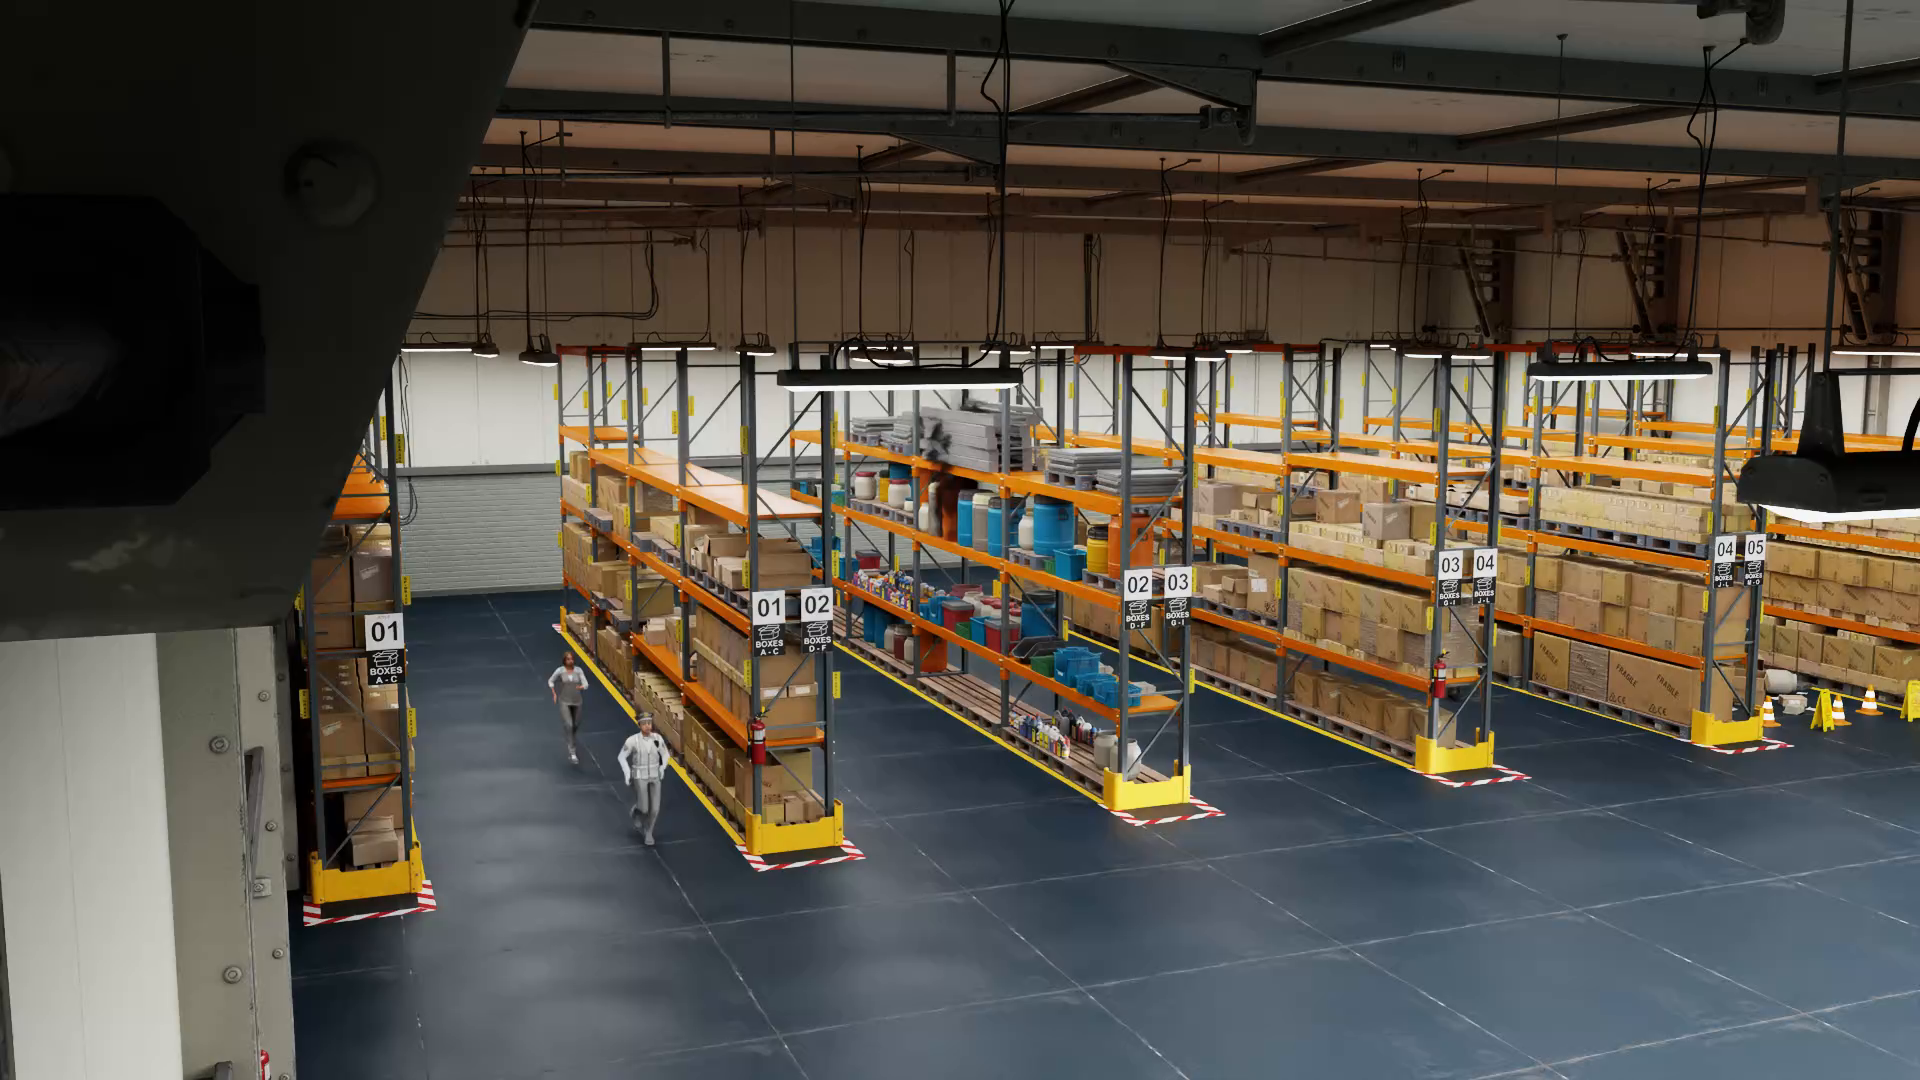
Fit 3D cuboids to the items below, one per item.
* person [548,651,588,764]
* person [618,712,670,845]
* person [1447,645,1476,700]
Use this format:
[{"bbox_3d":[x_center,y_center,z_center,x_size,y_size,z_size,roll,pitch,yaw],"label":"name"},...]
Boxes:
[{"bbox_3d":[-5.738,2.419,24.457,0.534,1.590,0.889,-4,8,-28],"label":"person"},{"bbox_3d":[-3.874,2.919,20.518,0.632,1.650,0.548,-3,8,-25],"label":"person"},{"bbox_3d":[8.548,1.906,28.270,0.645,1.681,0.592,-3,8,-24],"label":"person"}]
